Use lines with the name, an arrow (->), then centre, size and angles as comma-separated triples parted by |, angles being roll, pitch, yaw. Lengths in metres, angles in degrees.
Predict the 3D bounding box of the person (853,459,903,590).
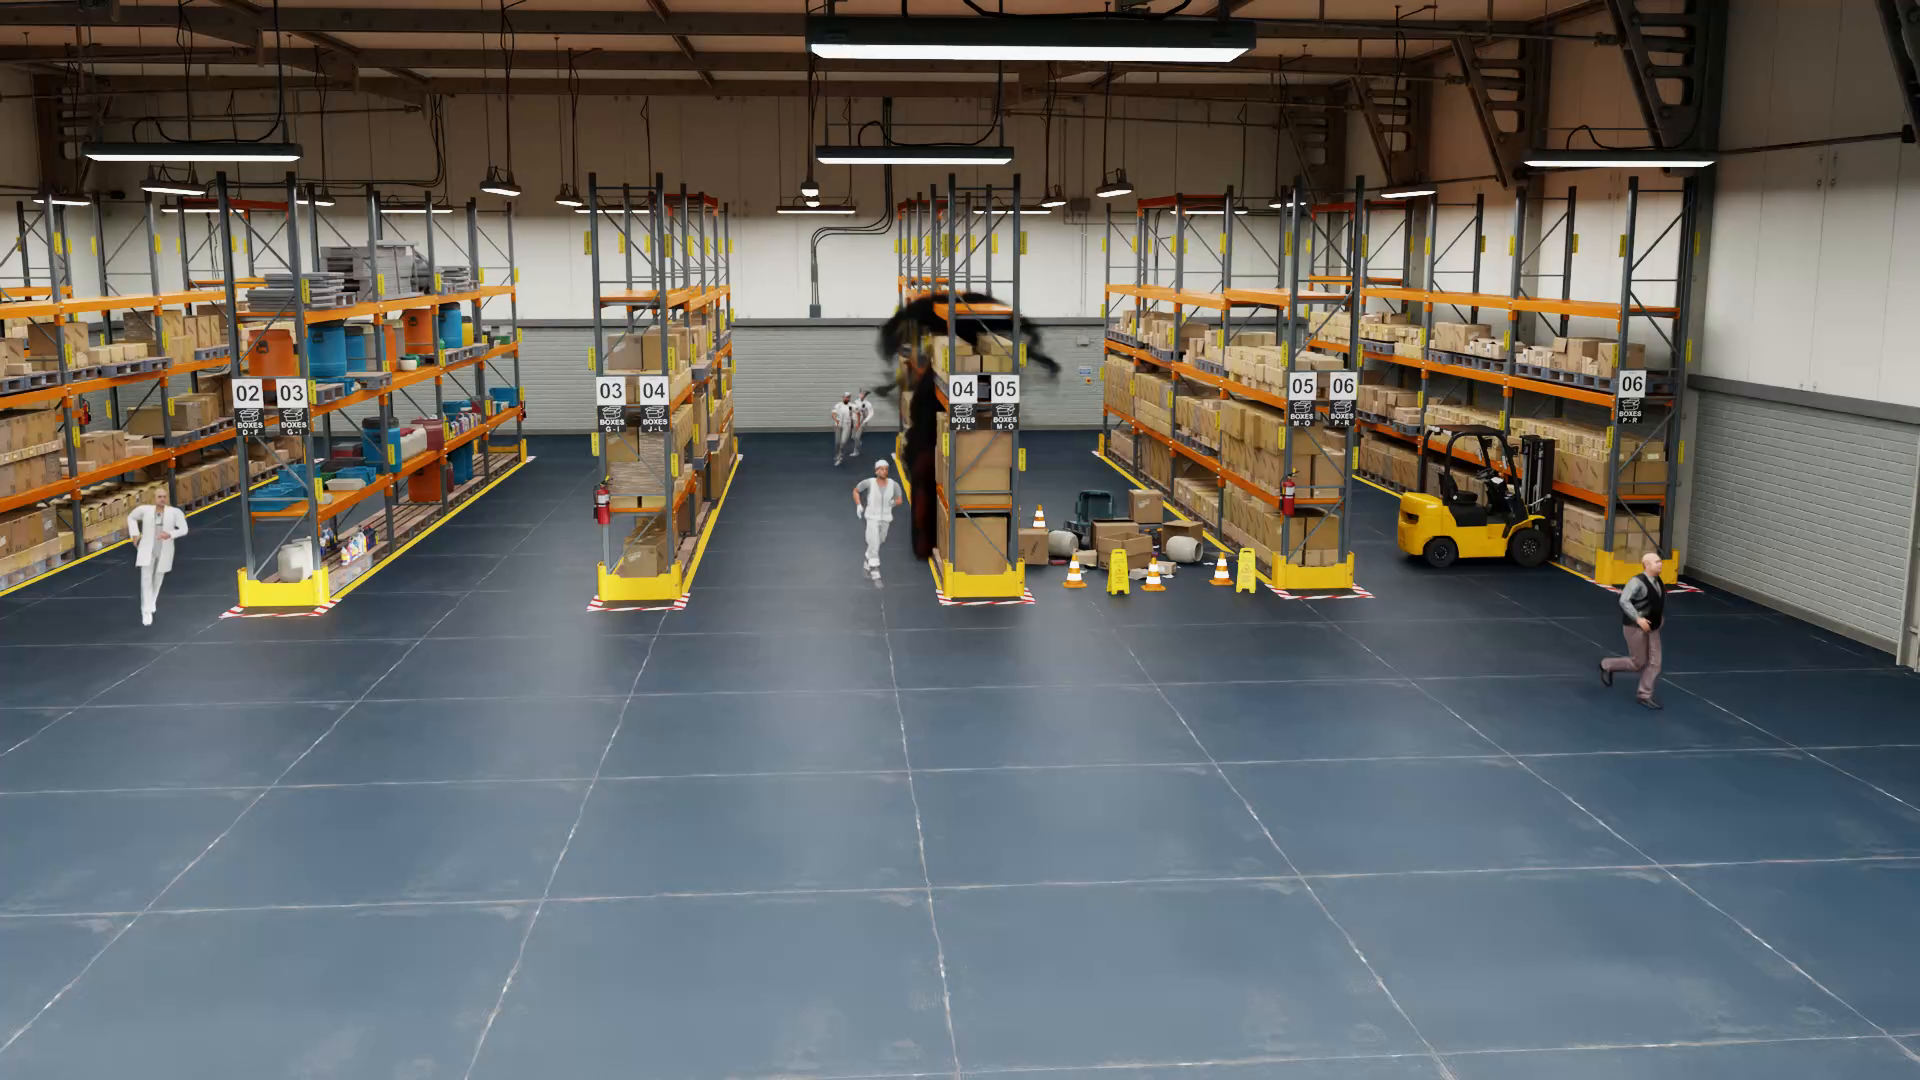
person -> -1.128, -0.266, 23.655 | 0.662, 1.778, 1.001 | -4, 11, -22

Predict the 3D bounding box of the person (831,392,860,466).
person -> -2.680, -2.594, 38.624 | 0.661, 1.683, 0.772 | 2, 10, 10

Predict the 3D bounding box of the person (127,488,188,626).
person -> -10.875, 0.197, 22.615 | 0.720, 1.820, 0.909 | -6, 12, -30

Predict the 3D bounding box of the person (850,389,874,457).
person -> -2.361, -2.839, 40.072 | 0.653, 1.640, 0.532 | 4, 11, 22

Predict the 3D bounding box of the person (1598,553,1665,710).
person -> 7.508, 0.973, 18.408 | 0.684, 1.705, 0.791 | -8, 13, -37
